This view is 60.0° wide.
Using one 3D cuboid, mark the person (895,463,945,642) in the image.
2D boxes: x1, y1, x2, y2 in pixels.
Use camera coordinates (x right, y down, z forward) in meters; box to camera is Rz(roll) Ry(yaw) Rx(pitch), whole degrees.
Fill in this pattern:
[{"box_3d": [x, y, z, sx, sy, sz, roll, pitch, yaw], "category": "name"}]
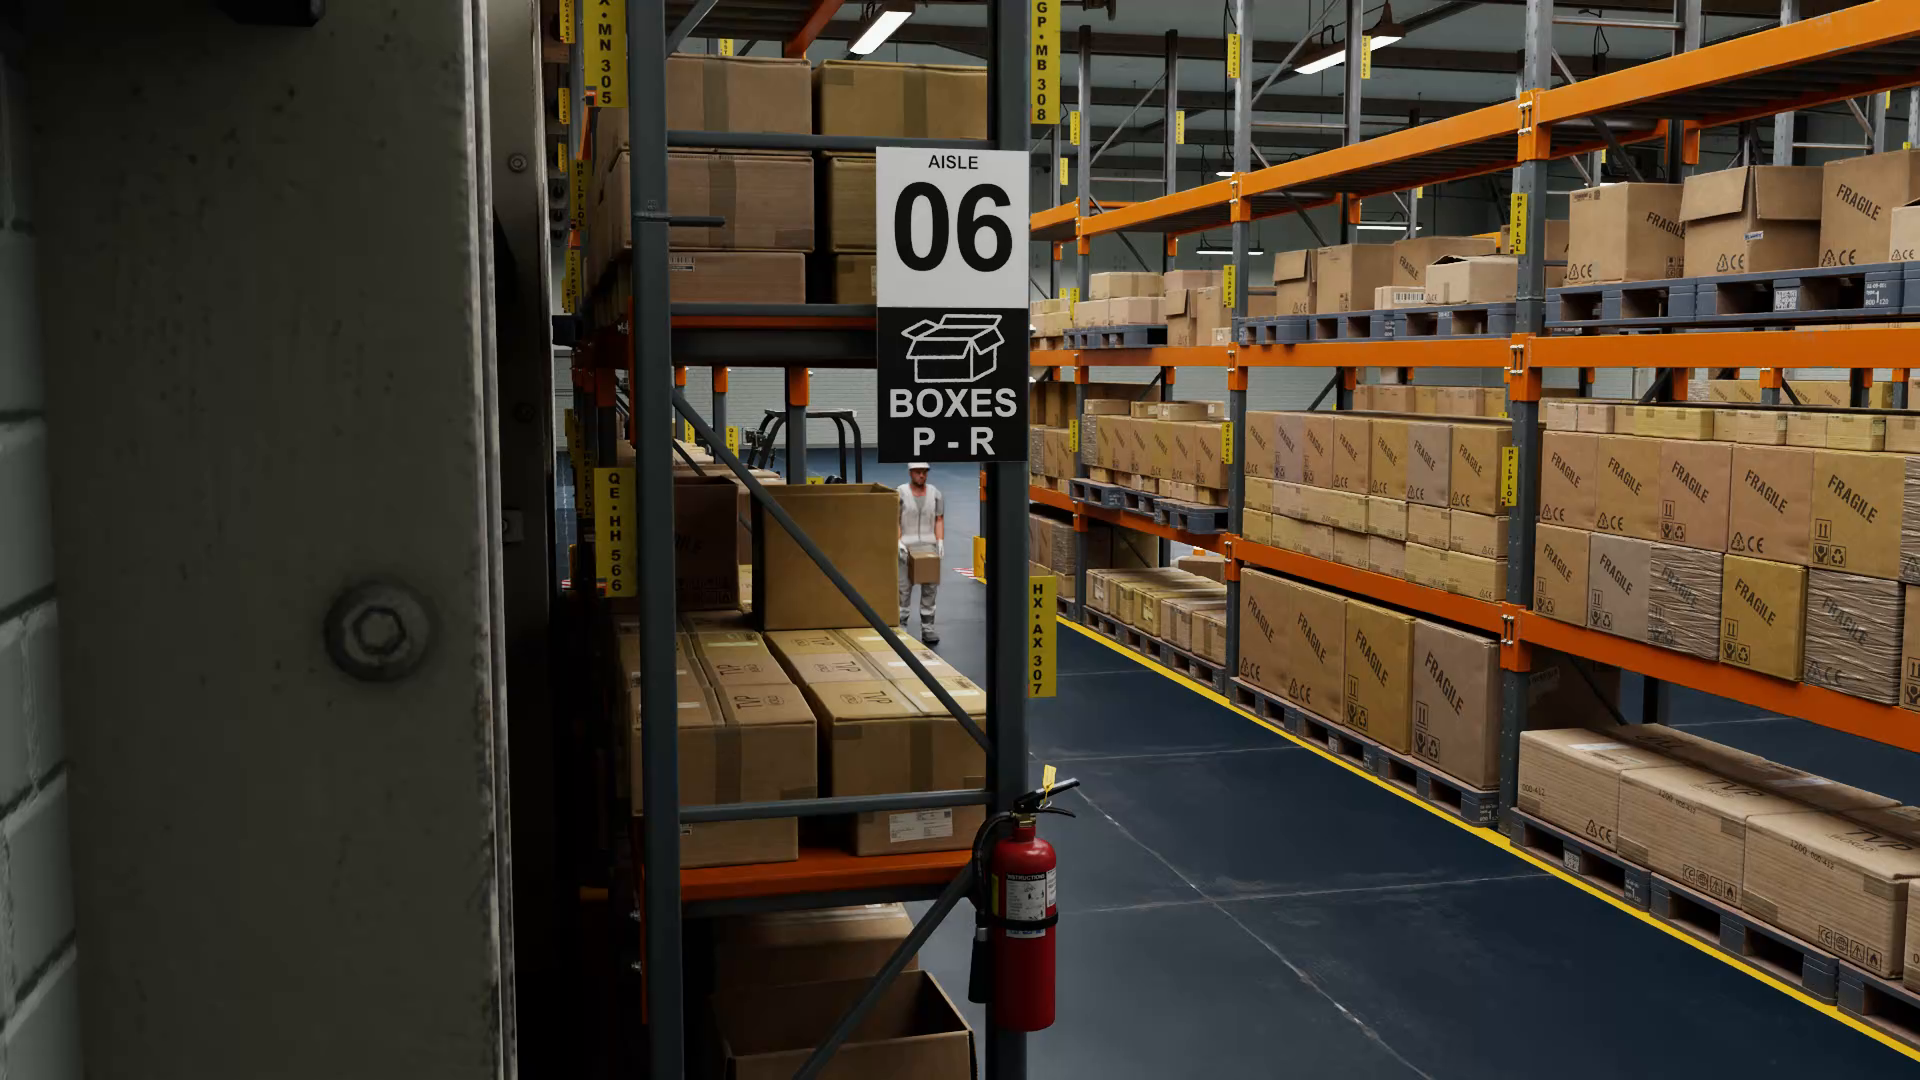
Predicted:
[{"box_3d": [-0.399, 0.089, 15.938, 0.539, 1.790, 0.437, -2, 6, -15], "category": "person"}]
